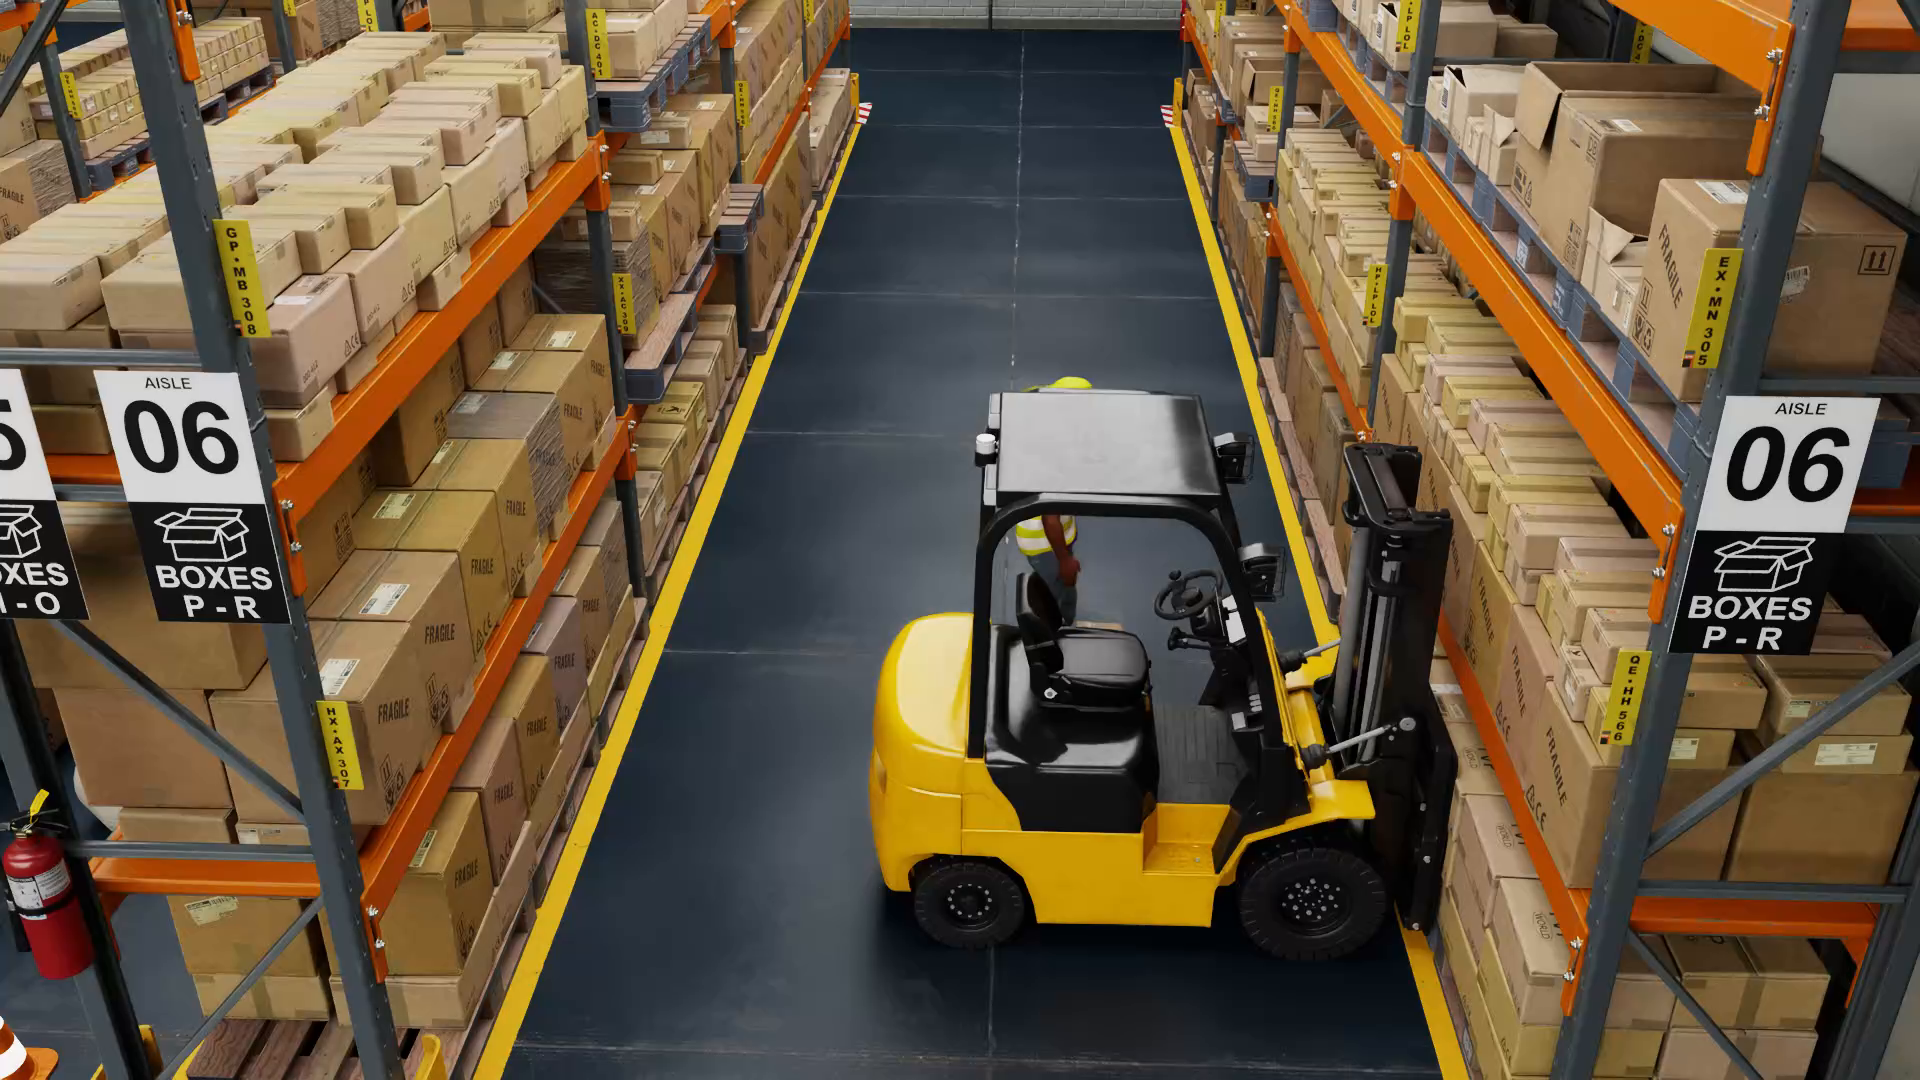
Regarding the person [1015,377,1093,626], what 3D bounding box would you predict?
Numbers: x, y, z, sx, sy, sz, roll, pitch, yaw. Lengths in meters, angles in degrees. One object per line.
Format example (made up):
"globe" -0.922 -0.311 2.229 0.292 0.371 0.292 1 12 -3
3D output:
"person" 0.501 -0.014 8.628 0.451 1.761 0.609 0 28 0
